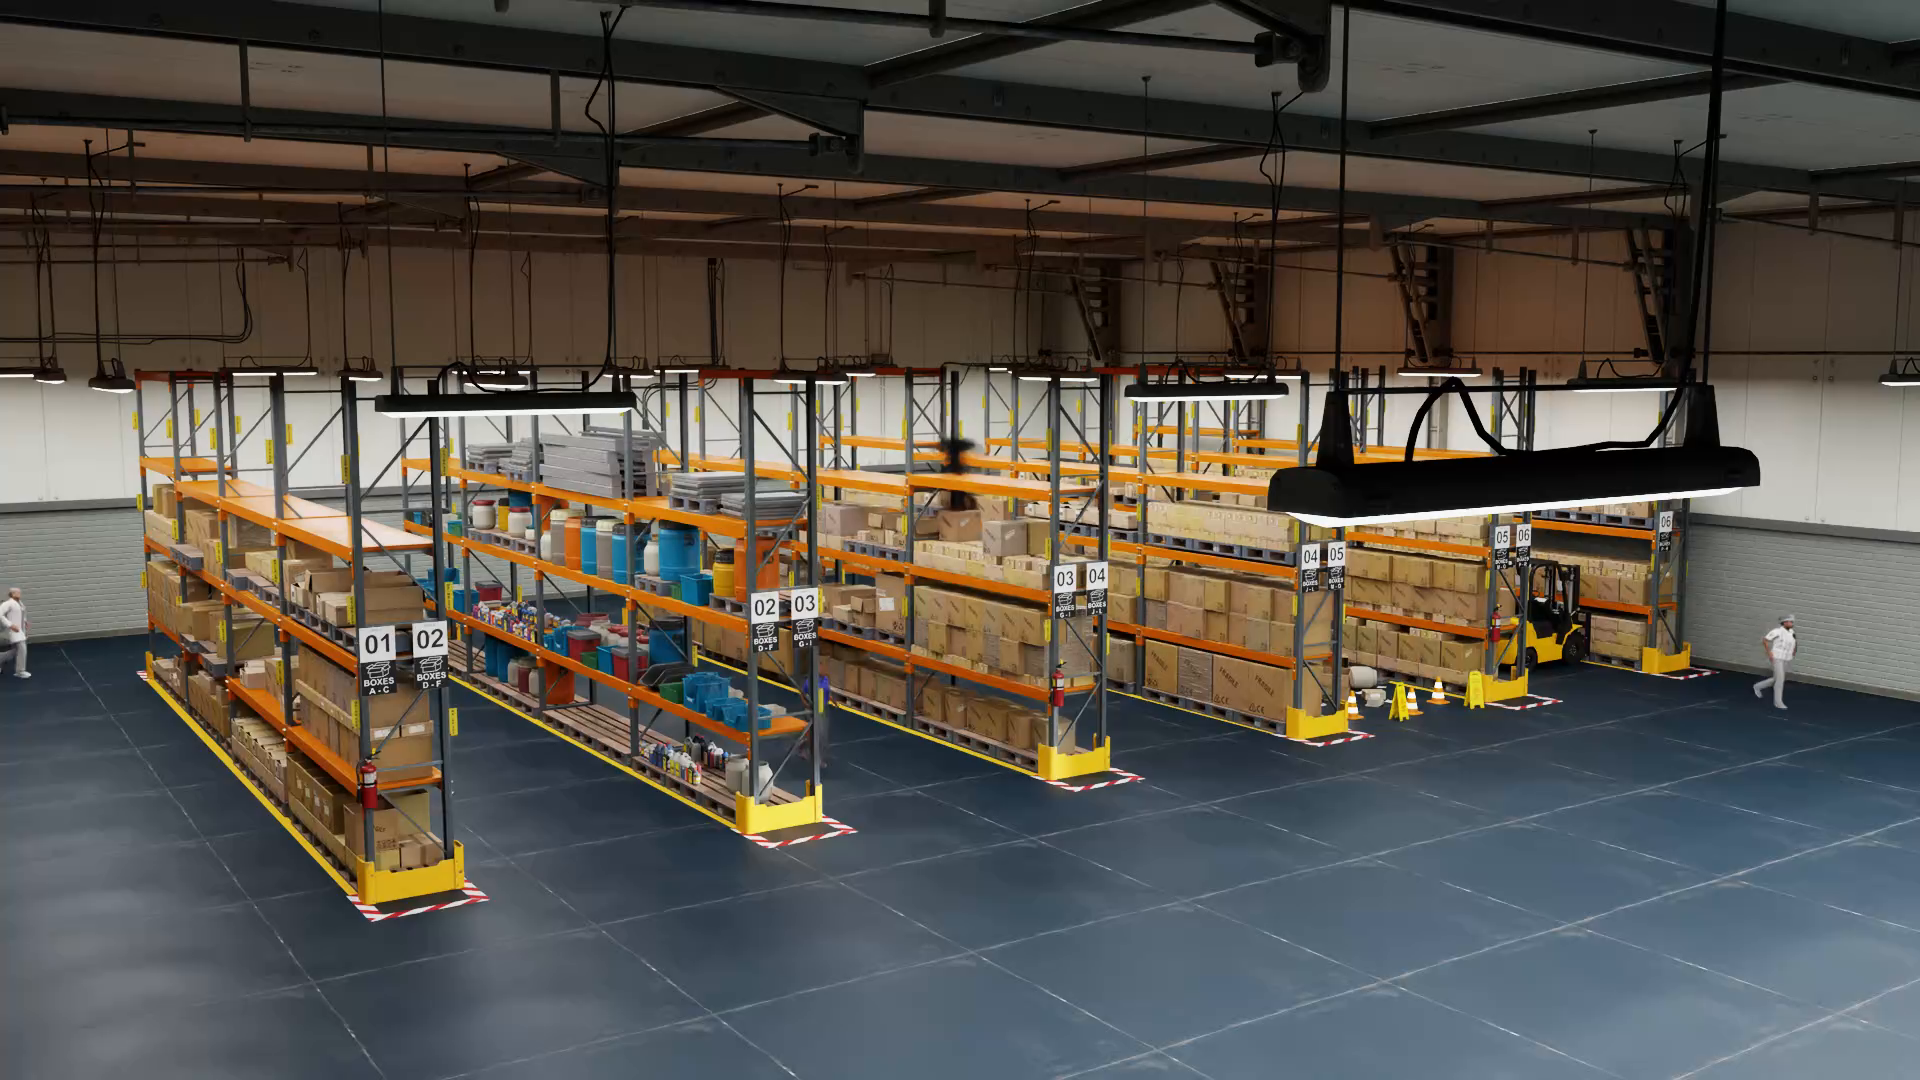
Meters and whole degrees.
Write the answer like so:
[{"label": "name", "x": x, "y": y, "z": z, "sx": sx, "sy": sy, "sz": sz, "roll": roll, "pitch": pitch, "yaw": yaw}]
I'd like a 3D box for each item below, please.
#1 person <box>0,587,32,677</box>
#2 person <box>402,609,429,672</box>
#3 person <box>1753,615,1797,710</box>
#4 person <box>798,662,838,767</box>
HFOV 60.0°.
[{"label": "person", "x": -18.611, "y": 1.799, "z": 32.656, "sx": 0.850, "sy": 1.736, "sz": 0.773, "roll": -1, "pitch": 6, "yaw": -5}, {"label": "person", "x": -10.437, "y": 1.916, "z": 31.669, "sx": 0.699, "sy": 1.707, "sz": 0.683, "roll": 6, "pitch": 9, "yaw": 42}, {"label": "person", "x": 14.741, "y": 2.143, "z": 29.885, "sx": 0.621, "sy": 1.649, "sz": 0.819, "roll": -3, "pitch": 7, "yaw": -22}, {"label": "person", "x": -2.171, "y": 2.663, "z": 25.507, "sx": 0.585, "sy": 1.626, "sz": 0.575, "roll": 6, "pitch": 9, "yaw": 41}]
